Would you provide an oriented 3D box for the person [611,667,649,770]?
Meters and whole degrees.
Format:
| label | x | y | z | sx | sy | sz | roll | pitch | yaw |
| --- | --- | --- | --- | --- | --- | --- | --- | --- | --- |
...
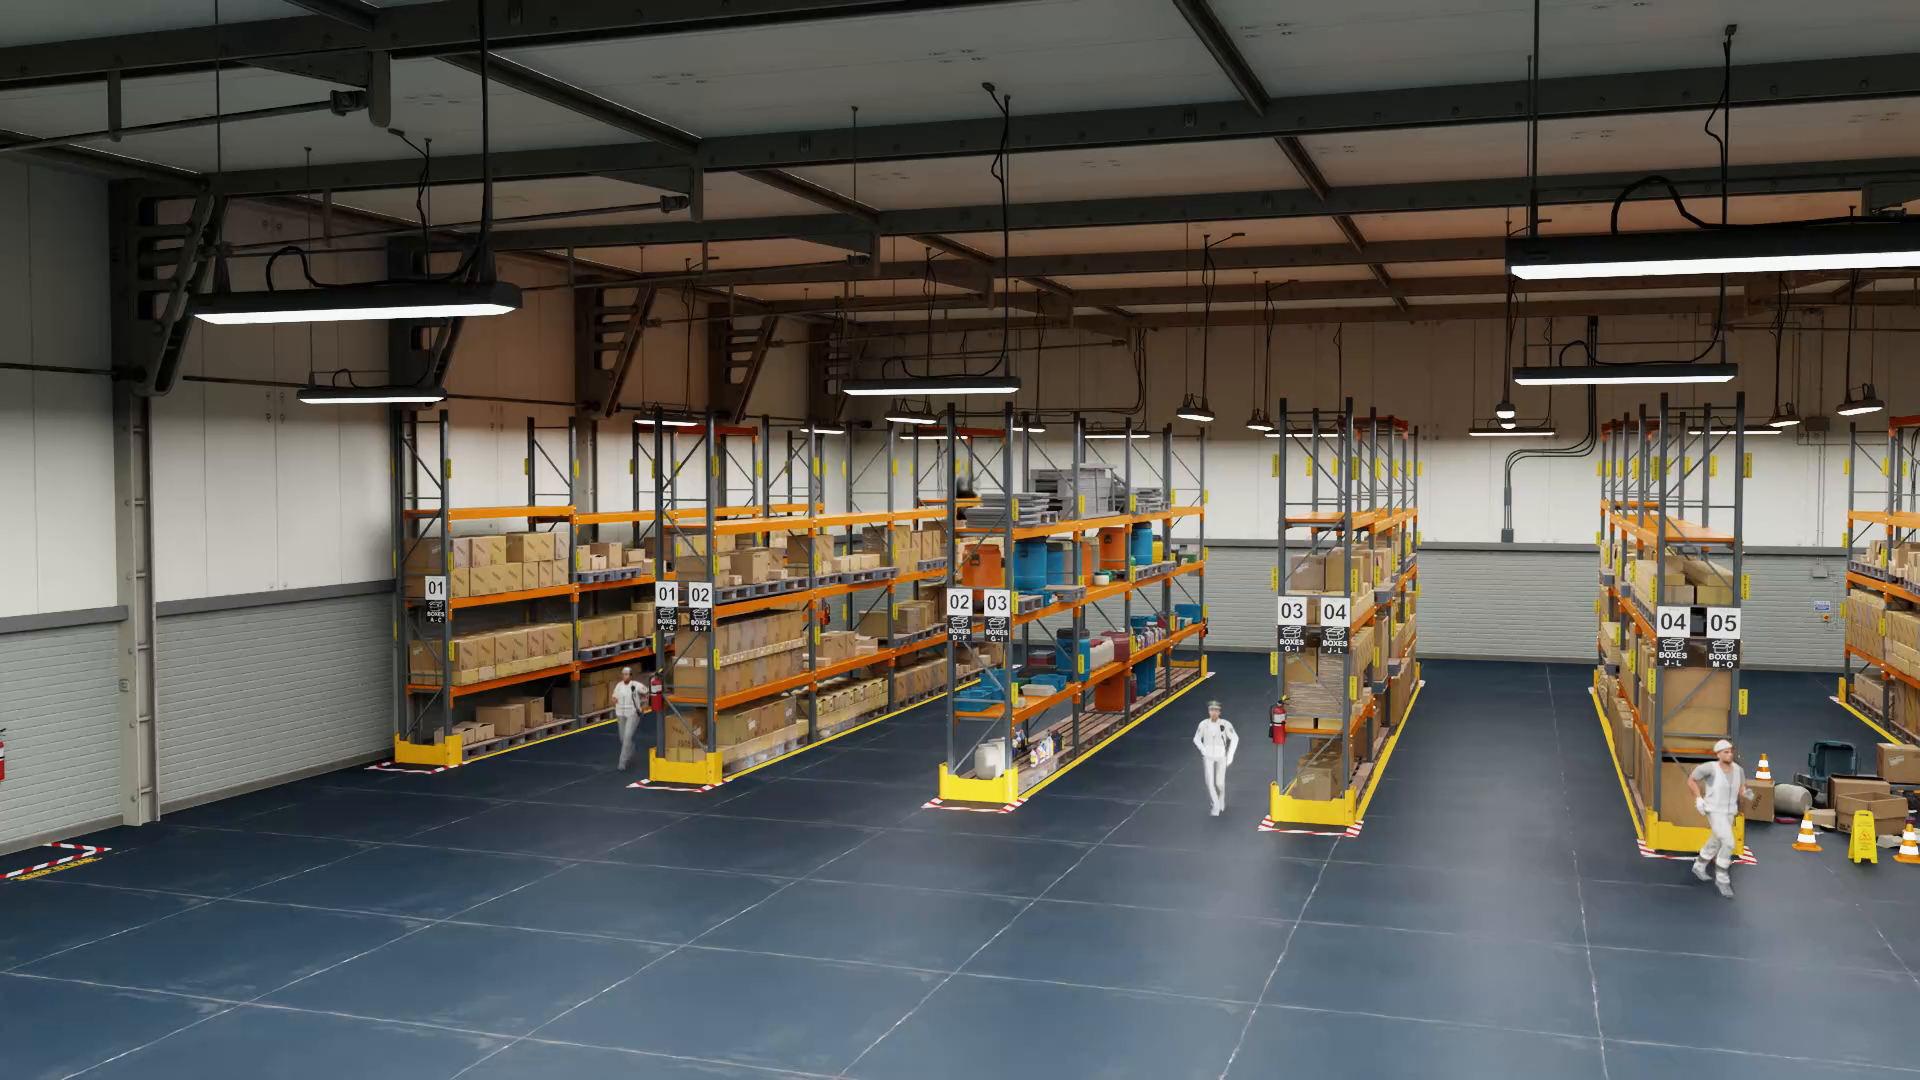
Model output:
| label | x | y | z | sx | sy | sz | roll | pitch | yaw |
| --- | --- | --- | --- | --- | --- | --- | --- | --- | --- |
| person | -5.603 | 2.969 | 27.975 | 0.611 | 1.644 | 0.992 | 1 | 3 | 16 |

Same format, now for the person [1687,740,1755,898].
| label | x | y | z | sx | sy | sz | roll | pitch | yaw |
| --- | --- | --- | --- | --- | --- | --- | --- | --- | --- |
| person | 9.020 | 3.264 | 19.734 | 0.616 | 1.820 | 0.841 | -1 | 3 | -18 |

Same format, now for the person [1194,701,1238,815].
| label | x | y | z | sx | sy | sz | roll | pitch | yaw |
| --- | --- | --- | --- | --- | --- | --- | --- | --- | --- |
| person | 3.673 | 3.140 | 23.978 | 0.630 | 1.656 | 0.511 | 1 | 3 | 17 |
